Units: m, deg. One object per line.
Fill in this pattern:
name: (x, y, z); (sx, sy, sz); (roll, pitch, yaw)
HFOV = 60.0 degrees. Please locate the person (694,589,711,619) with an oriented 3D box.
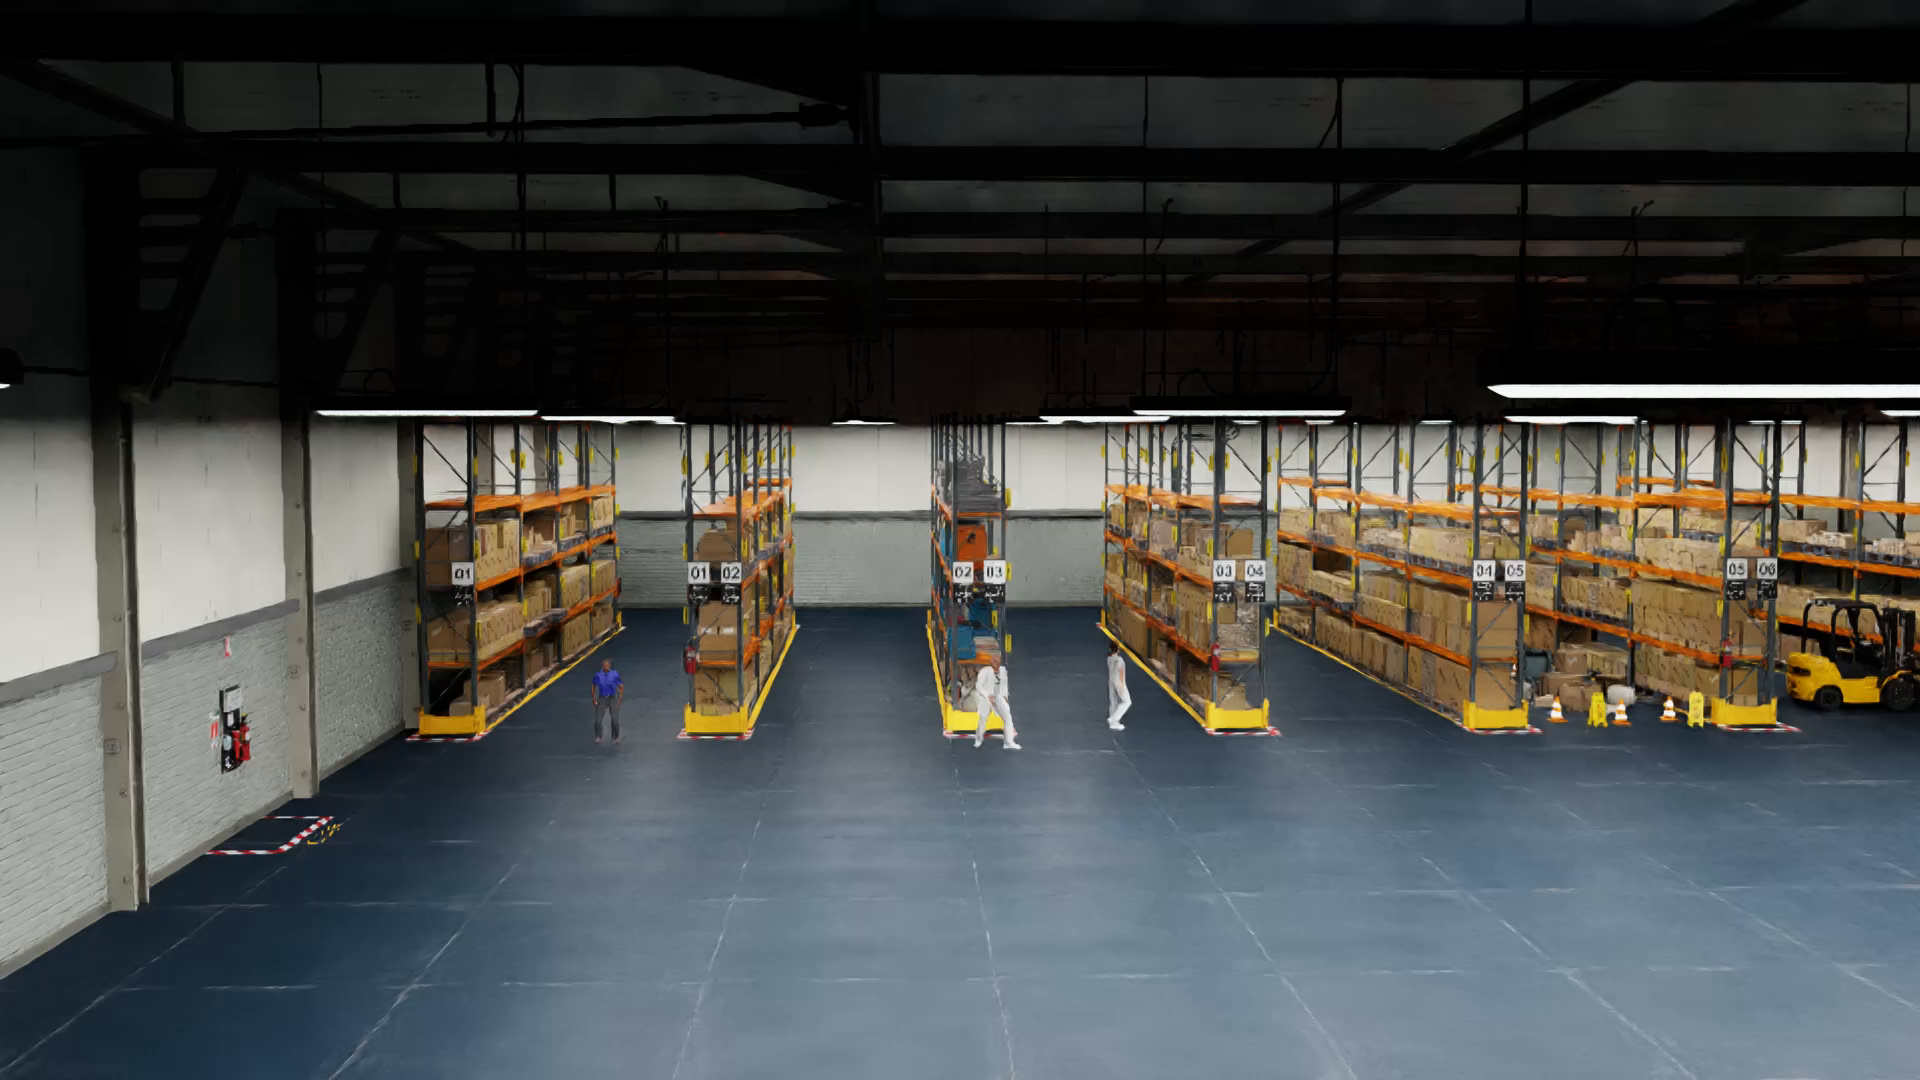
person: (-7.550, 1.453, 49.481); (0.566, 1.781, 0.718); (3, 5, 36)

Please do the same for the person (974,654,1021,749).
person: (0.589, 2.848, 29.491); (0.737, 1.714, 0.889); (-1, 4, -20)

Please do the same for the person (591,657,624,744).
person: (-6.350, 2.891, 29.942); (0.592, 1.604, 0.513); (0, 4, -4)

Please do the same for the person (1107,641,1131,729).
person: (2.952, 2.746, 31.456); (0.432, 1.670, 0.504); (-2, 5, -32)
